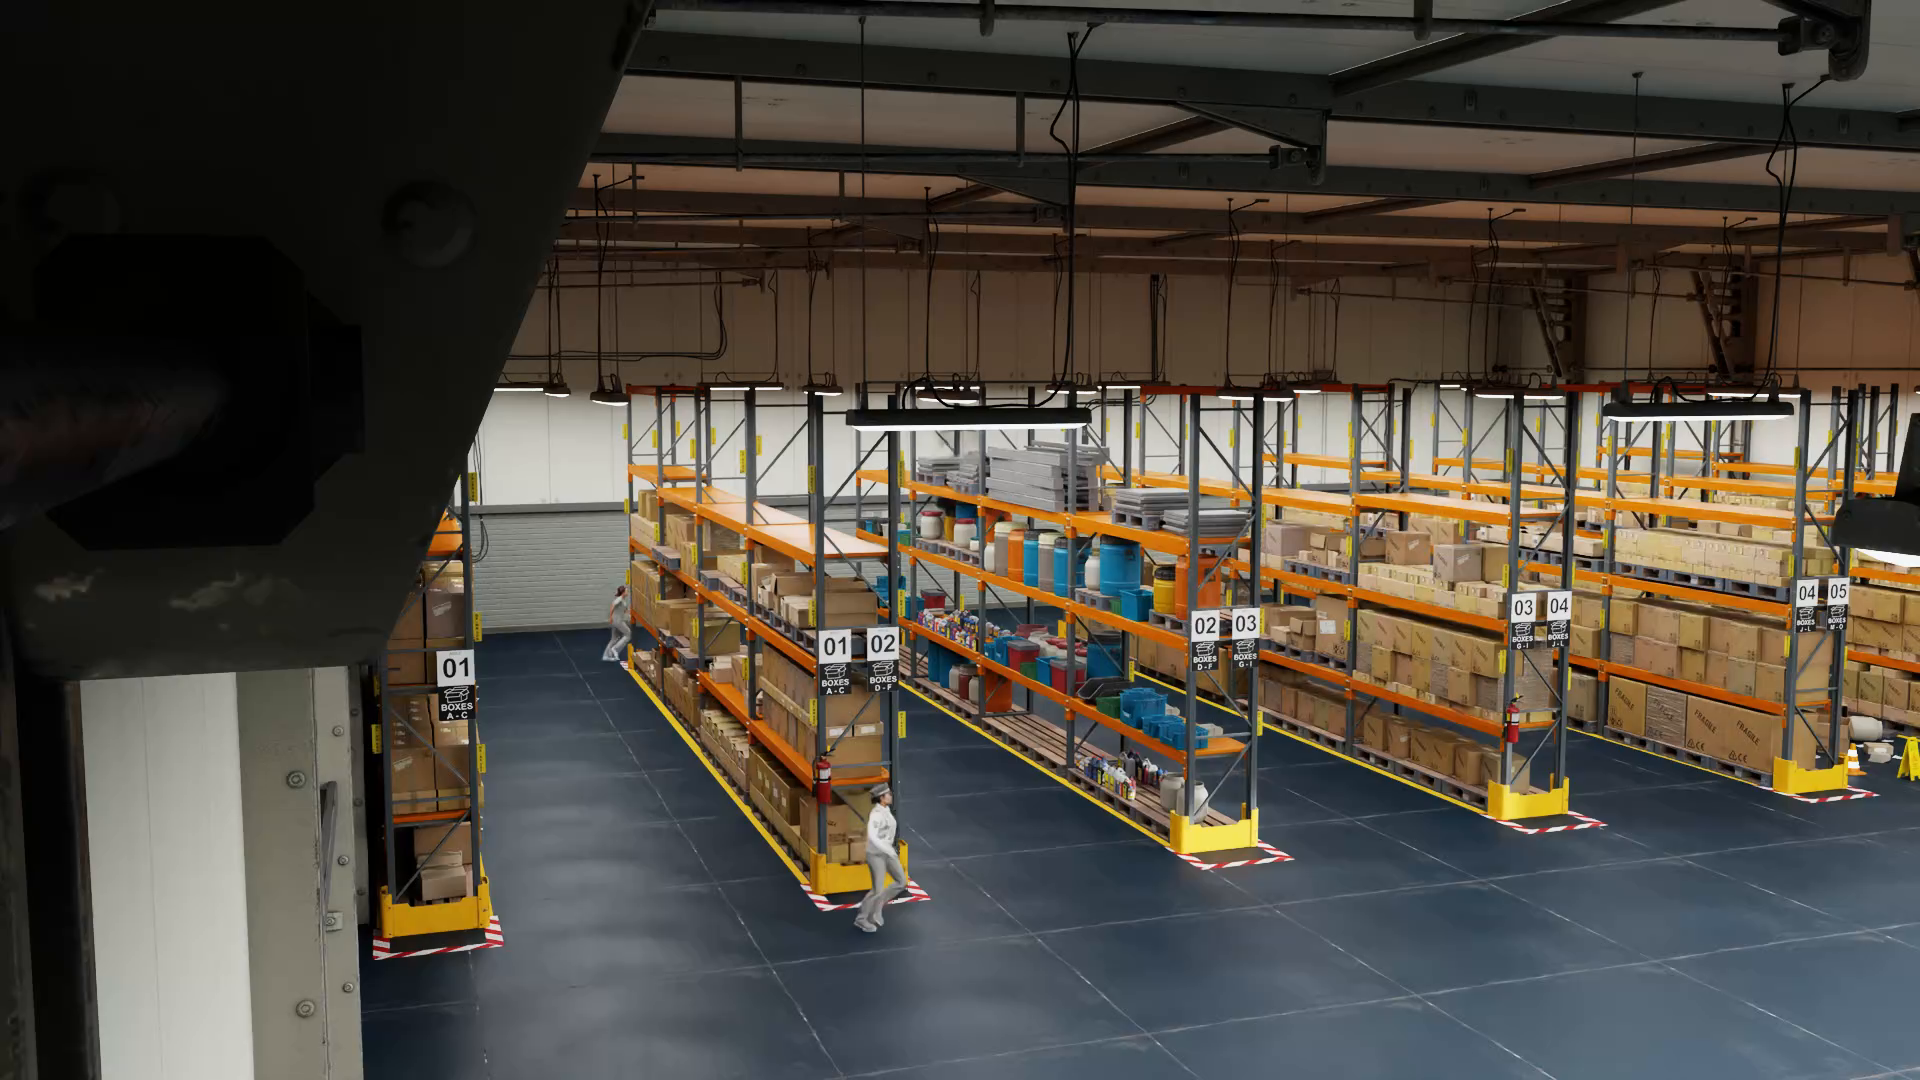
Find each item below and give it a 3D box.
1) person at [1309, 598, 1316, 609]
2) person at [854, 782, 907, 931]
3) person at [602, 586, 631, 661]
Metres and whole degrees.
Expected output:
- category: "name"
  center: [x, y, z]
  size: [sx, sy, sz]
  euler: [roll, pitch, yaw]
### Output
- category: "person"
  center: [9.080, 1.178, 41.995]
  size: [0.900, 1.684, 0.599]
  euler: [-2, 6, -17]
- category: "person"
  center: [-0.871, 3.567, 18.897]
  size: [0.562, 1.637, 0.673]
  euler: [2, 6, 17]
- category: "person"
  center: [-7.393, 1.796, 36.010]
  size: [0.742, 1.609, 0.547]
  euler: [-2, 6, -22]
